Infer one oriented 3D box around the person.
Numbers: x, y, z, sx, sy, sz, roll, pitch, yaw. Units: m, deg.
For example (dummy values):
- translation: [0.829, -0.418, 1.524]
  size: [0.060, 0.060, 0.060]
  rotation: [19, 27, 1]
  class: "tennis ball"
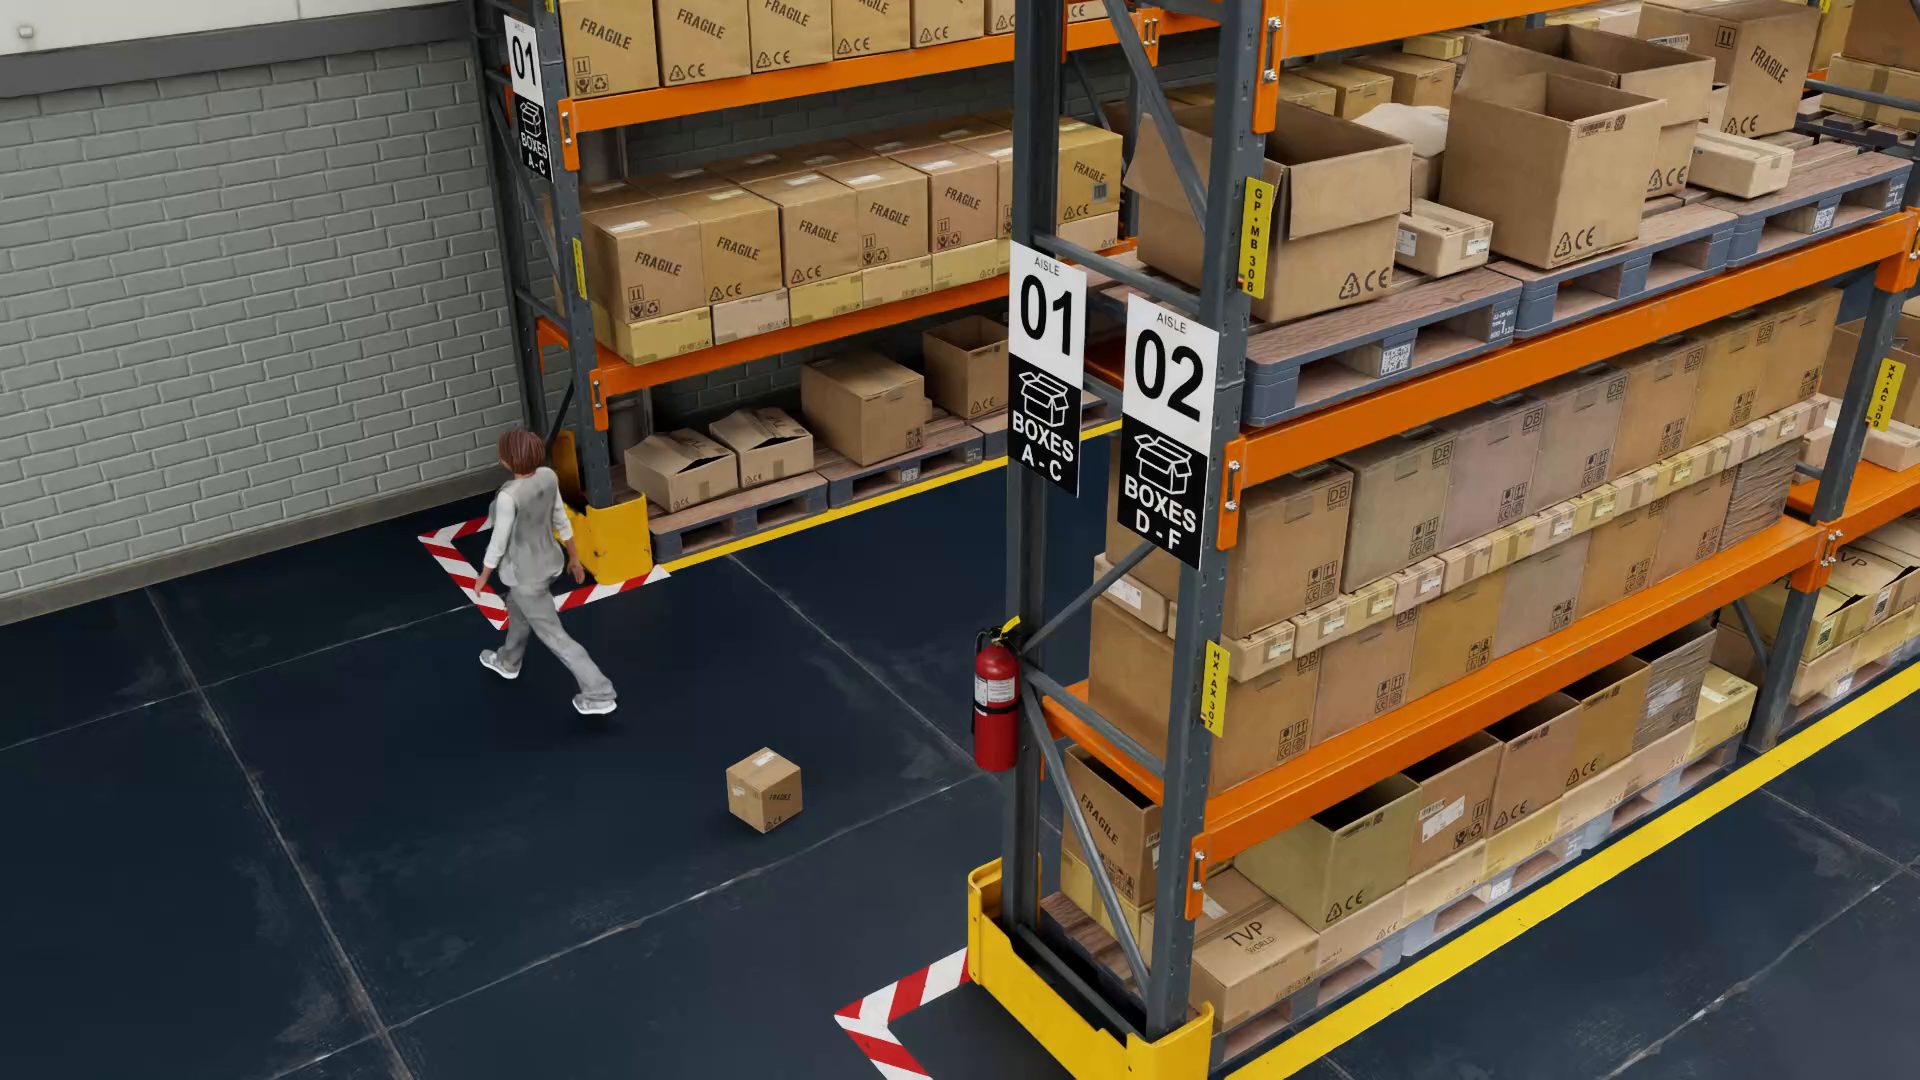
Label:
- translation: [-2.223, 0.126, 8.404]
  size: [0.981, 1.536, 0.441]
  rotation: [12, 31, 21]
  class: "person"
